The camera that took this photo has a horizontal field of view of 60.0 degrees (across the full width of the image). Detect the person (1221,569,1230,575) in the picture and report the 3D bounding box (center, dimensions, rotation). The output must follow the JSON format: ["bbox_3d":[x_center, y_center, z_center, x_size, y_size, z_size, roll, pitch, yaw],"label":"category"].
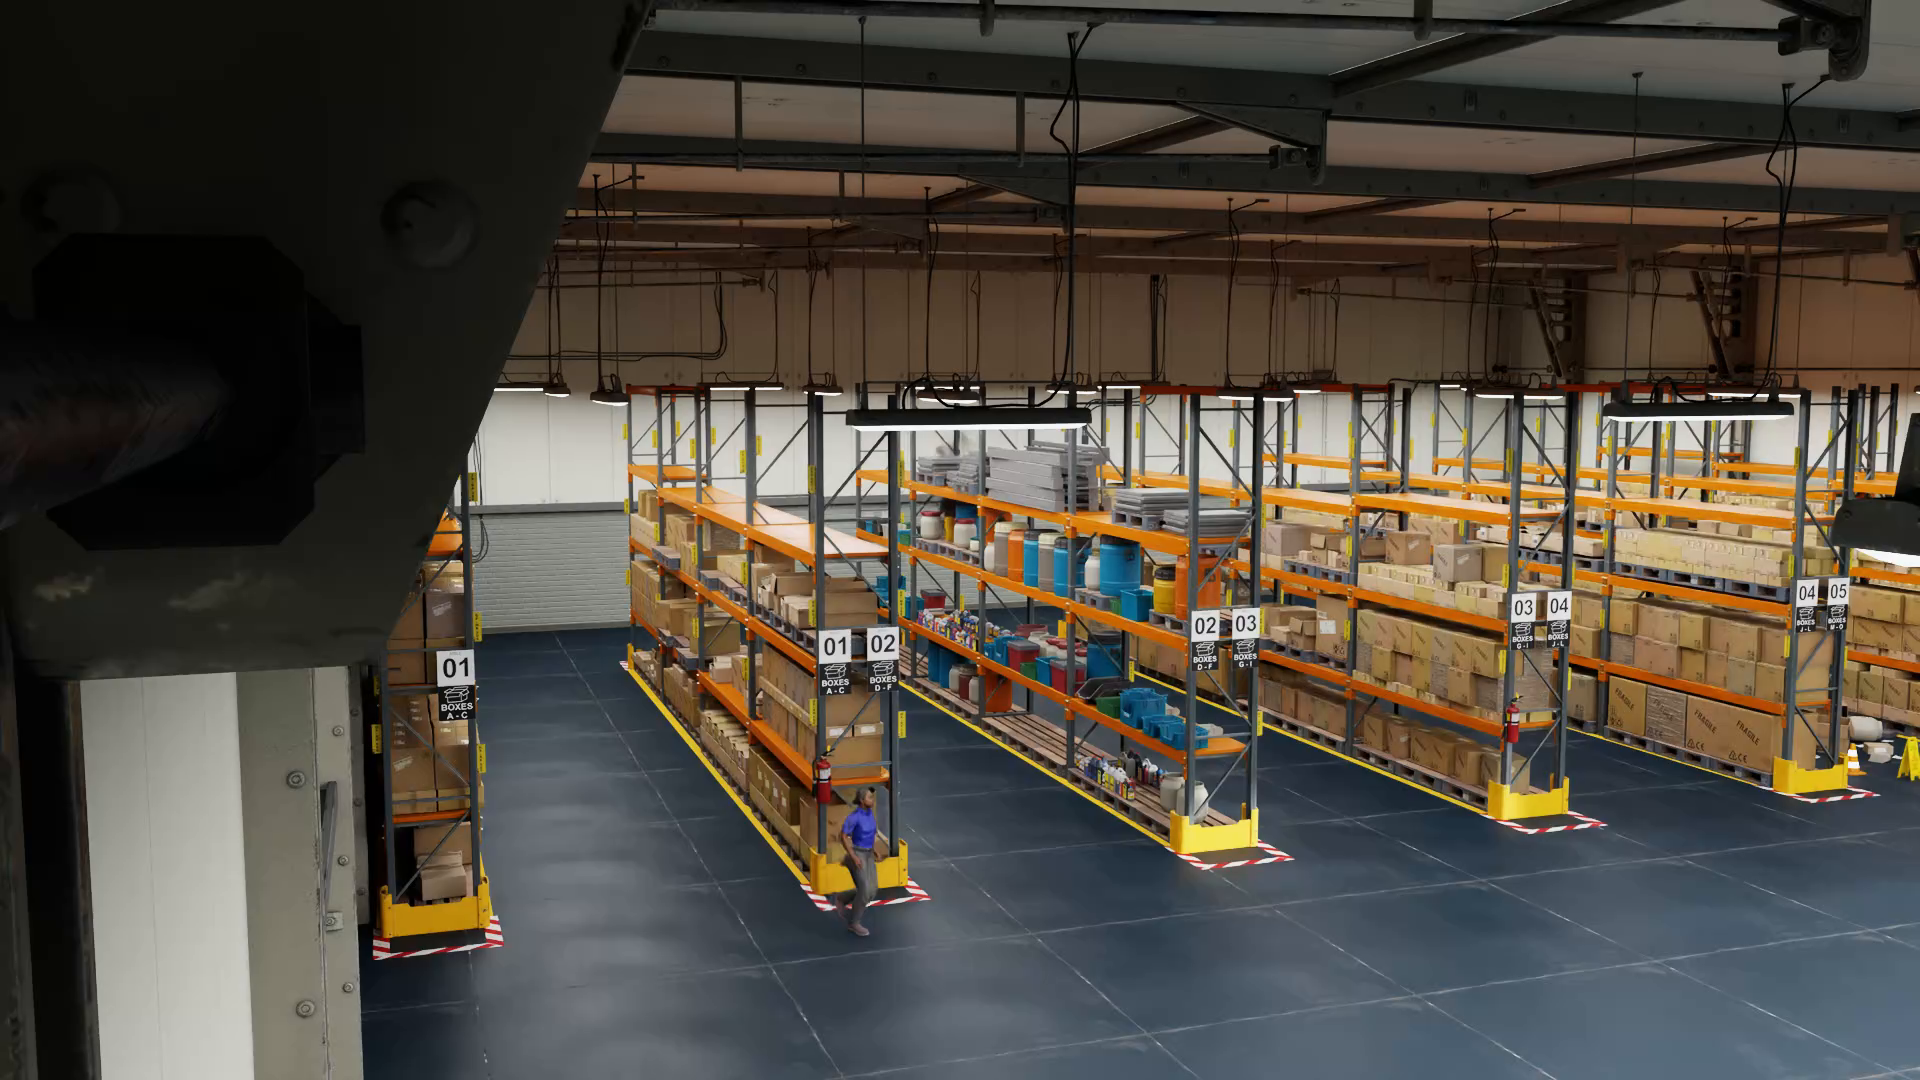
[{"bbox_3d":[6.132,1.495,38.820,0.674,1.651,0.887,0,6,-3],"label":"person"}]

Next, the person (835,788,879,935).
[{"bbox_3d":[-1.160,3.606,18.869,0.554,1.599,0.619,3,7,29],"label":"person"}]
